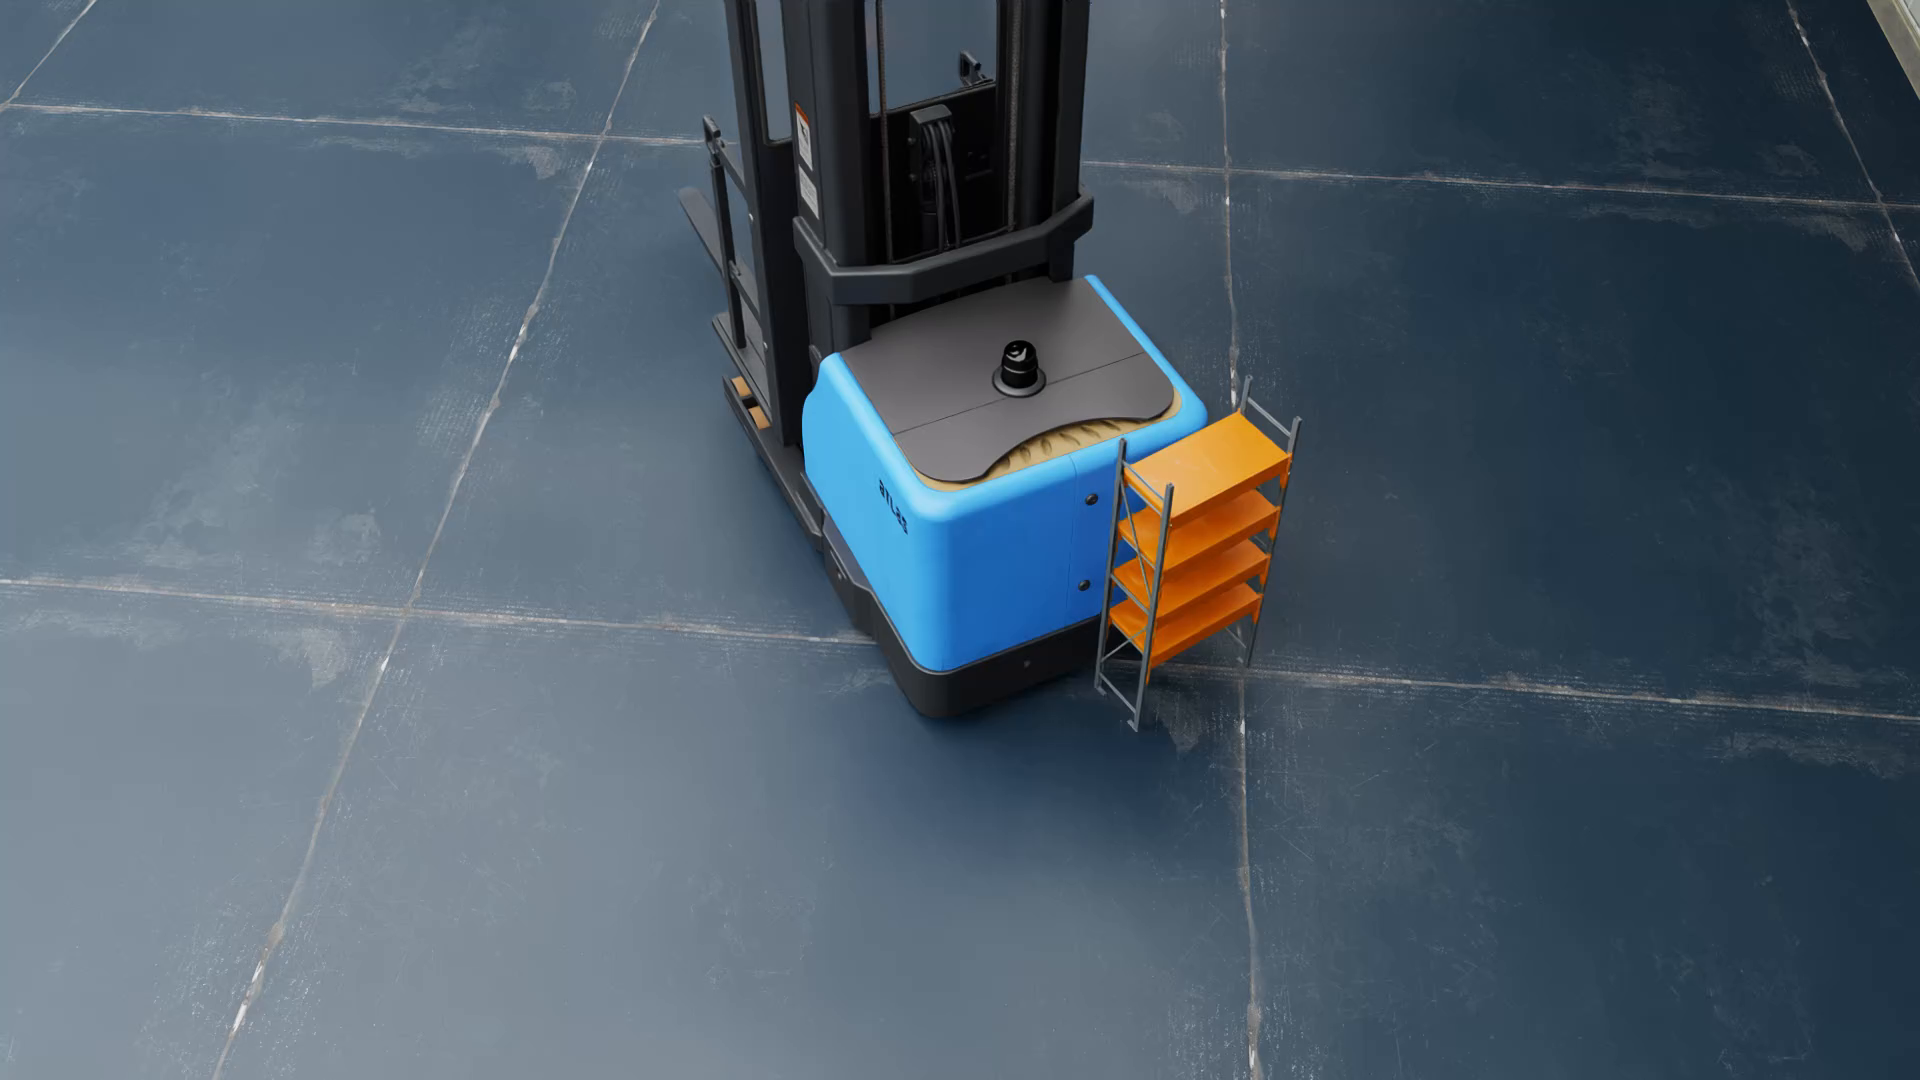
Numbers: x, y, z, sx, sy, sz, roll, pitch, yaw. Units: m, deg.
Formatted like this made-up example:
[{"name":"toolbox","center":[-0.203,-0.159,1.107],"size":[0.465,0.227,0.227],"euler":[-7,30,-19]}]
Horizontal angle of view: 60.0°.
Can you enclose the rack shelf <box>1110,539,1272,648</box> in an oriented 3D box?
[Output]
[{"name":"rack shelf","center":[0.743,0.120,5.417],"size":[0.480,0.148,0.258],"euler":[-27,53,-22]}]

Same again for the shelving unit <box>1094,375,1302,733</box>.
[{"name":"shelving unit","center":[0.743,0.075,5.368],"size":[0.503,1.200,0.258],"euler":[-27,53,-22]}]

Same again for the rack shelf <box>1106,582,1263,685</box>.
[{"name":"rack shelf","center":[0.742,0.253,5.564],"size":[0.480,0.148,0.258],"euler":[-27,53,-22]}]

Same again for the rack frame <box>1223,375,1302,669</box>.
[{"name":"rack frame","center":[0.945,-0.026,5.460],"size":[0.015,1.200,0.240],"euler":[-27,53,-22]}]

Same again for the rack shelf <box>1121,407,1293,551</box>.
[{"name":"rack shelf","center":[0.744,-0.189,5.077],"size":[0.480,0.148,0.258],"euler":[-27,53,-22]}]

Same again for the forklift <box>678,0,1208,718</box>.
[{"name":"forklift","center":[-0.295,-1.489,5.625],"size":[1.130,2.935,3.031],"euler":[-19,50,-17]}]

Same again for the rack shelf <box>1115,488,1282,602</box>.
[{"name":"rack shelf","center":[0.743,-0.030,5.252],"size":[0.480,0.148,0.258],"euler":[-27,53,-22]}]

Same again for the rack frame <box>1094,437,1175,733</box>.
[{"name":"rack frame","center":[0.541,0.176,5.275],"size":[0.015,1.200,0.240],"euler":[-27,53,-22]}]
